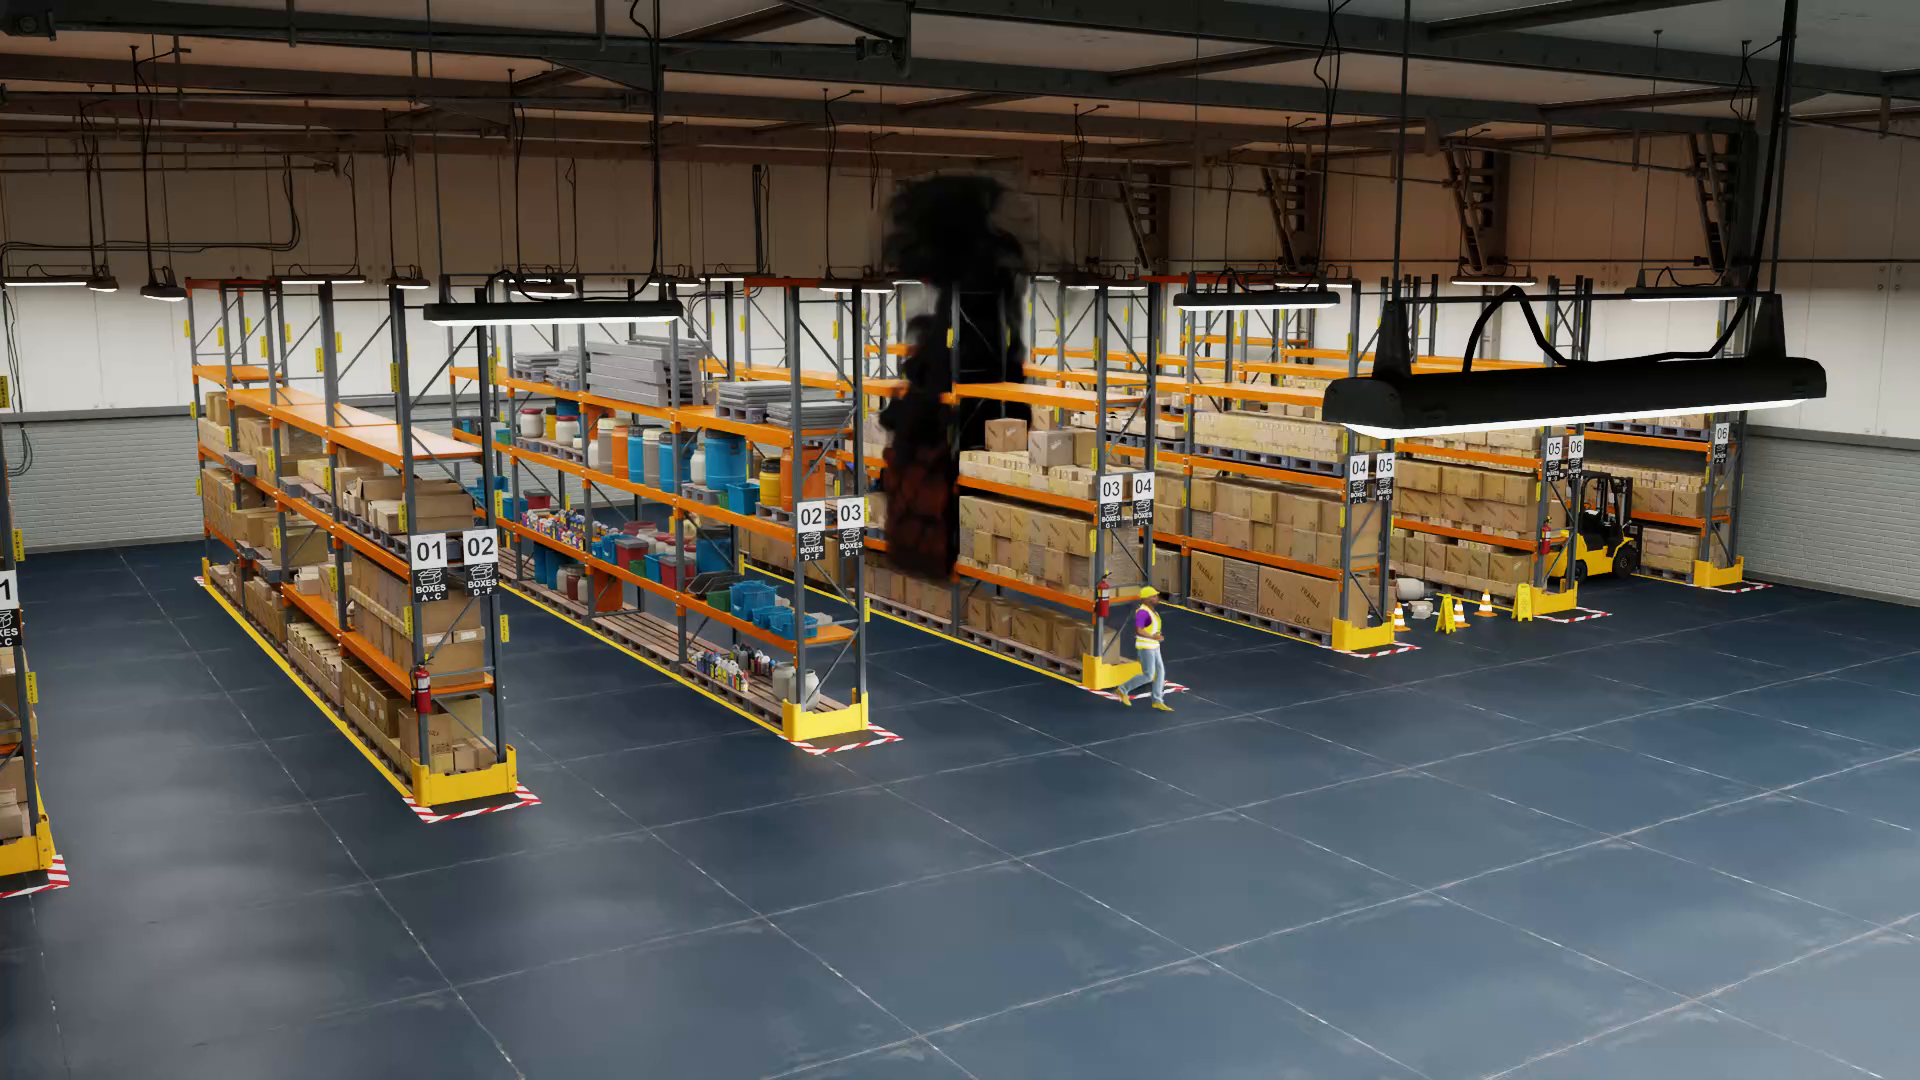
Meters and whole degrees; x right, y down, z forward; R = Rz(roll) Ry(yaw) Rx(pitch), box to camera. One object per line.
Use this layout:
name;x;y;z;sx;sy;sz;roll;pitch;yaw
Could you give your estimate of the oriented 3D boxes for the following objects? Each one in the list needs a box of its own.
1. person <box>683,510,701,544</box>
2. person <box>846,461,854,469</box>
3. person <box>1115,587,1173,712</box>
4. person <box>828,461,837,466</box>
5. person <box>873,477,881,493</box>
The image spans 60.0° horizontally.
person;-5.105;0.185;31.928;0.529;1.699;0.740;-8;12;-40
person;-2.914;-1.419;41.770;0.687;1.595;0.693;-3;10;-16
person;2.651;1.542;23.632;0.812;1.777;0.724;3;10;18
person;-3.054;-1.056;39.443;0.620;1.683;0.754;-3;10;-19
person;-2.016;-1.501;42.298;0.538;1.572;0.812;7;12;37
